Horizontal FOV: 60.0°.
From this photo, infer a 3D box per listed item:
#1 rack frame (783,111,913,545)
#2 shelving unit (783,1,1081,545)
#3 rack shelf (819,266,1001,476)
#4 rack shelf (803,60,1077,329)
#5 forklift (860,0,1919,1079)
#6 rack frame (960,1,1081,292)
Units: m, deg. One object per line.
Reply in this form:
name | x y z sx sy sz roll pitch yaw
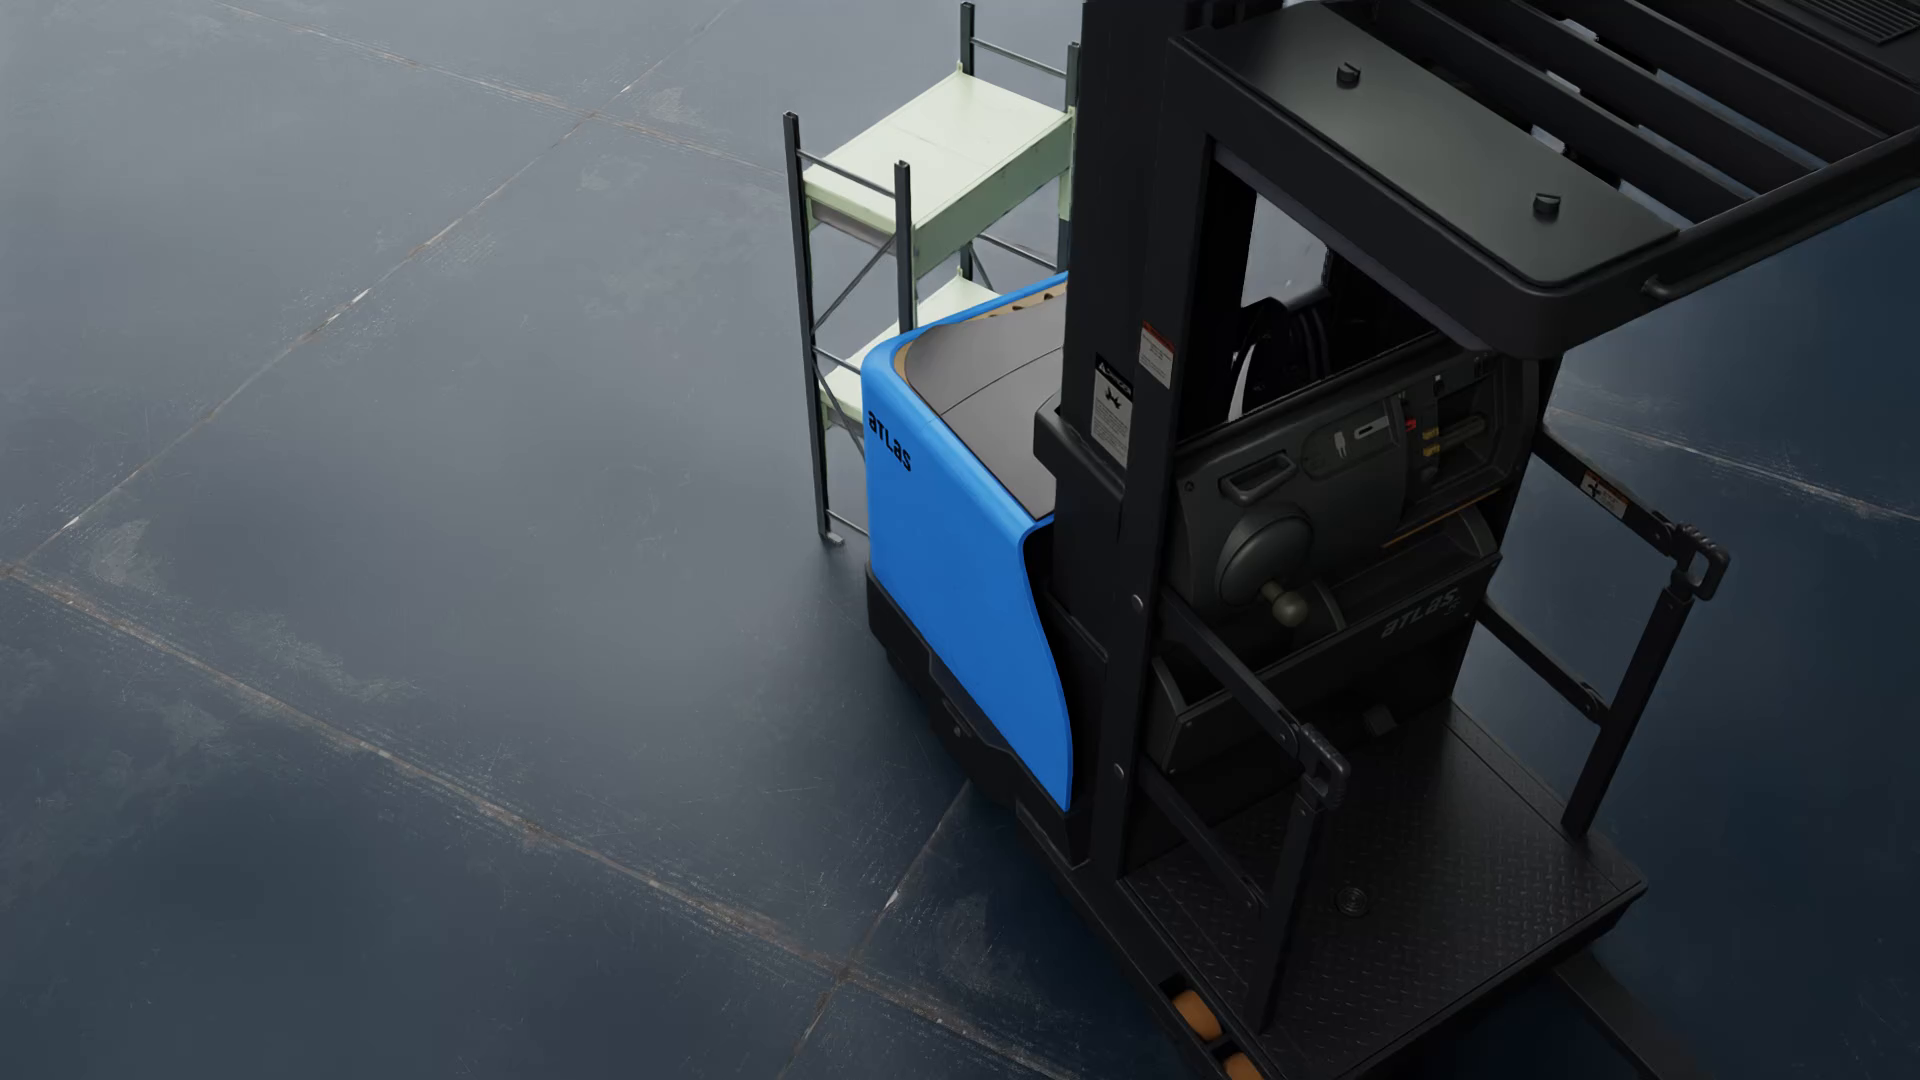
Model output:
rack frame | -0.285 -0.469 4.659 0.400 1.500 0.023 29 52 26
shelving unit | -0.060 -0.675 4.862 0.431 1.500 0.755 29 52 26
rack shelf | -0.060 -0.446 5.094 0.431 0.370 0.720 29 52 26
rack shelf | -0.060 -0.949 4.585 0.431 0.370 0.720 29 52 26
forklift | 0.934 -0.050 3.239 1.130 2.935 3.031 -24 50 -22
rack frame | 0.165 -0.880 5.065 0.400 1.500 0.023 29 52 26
